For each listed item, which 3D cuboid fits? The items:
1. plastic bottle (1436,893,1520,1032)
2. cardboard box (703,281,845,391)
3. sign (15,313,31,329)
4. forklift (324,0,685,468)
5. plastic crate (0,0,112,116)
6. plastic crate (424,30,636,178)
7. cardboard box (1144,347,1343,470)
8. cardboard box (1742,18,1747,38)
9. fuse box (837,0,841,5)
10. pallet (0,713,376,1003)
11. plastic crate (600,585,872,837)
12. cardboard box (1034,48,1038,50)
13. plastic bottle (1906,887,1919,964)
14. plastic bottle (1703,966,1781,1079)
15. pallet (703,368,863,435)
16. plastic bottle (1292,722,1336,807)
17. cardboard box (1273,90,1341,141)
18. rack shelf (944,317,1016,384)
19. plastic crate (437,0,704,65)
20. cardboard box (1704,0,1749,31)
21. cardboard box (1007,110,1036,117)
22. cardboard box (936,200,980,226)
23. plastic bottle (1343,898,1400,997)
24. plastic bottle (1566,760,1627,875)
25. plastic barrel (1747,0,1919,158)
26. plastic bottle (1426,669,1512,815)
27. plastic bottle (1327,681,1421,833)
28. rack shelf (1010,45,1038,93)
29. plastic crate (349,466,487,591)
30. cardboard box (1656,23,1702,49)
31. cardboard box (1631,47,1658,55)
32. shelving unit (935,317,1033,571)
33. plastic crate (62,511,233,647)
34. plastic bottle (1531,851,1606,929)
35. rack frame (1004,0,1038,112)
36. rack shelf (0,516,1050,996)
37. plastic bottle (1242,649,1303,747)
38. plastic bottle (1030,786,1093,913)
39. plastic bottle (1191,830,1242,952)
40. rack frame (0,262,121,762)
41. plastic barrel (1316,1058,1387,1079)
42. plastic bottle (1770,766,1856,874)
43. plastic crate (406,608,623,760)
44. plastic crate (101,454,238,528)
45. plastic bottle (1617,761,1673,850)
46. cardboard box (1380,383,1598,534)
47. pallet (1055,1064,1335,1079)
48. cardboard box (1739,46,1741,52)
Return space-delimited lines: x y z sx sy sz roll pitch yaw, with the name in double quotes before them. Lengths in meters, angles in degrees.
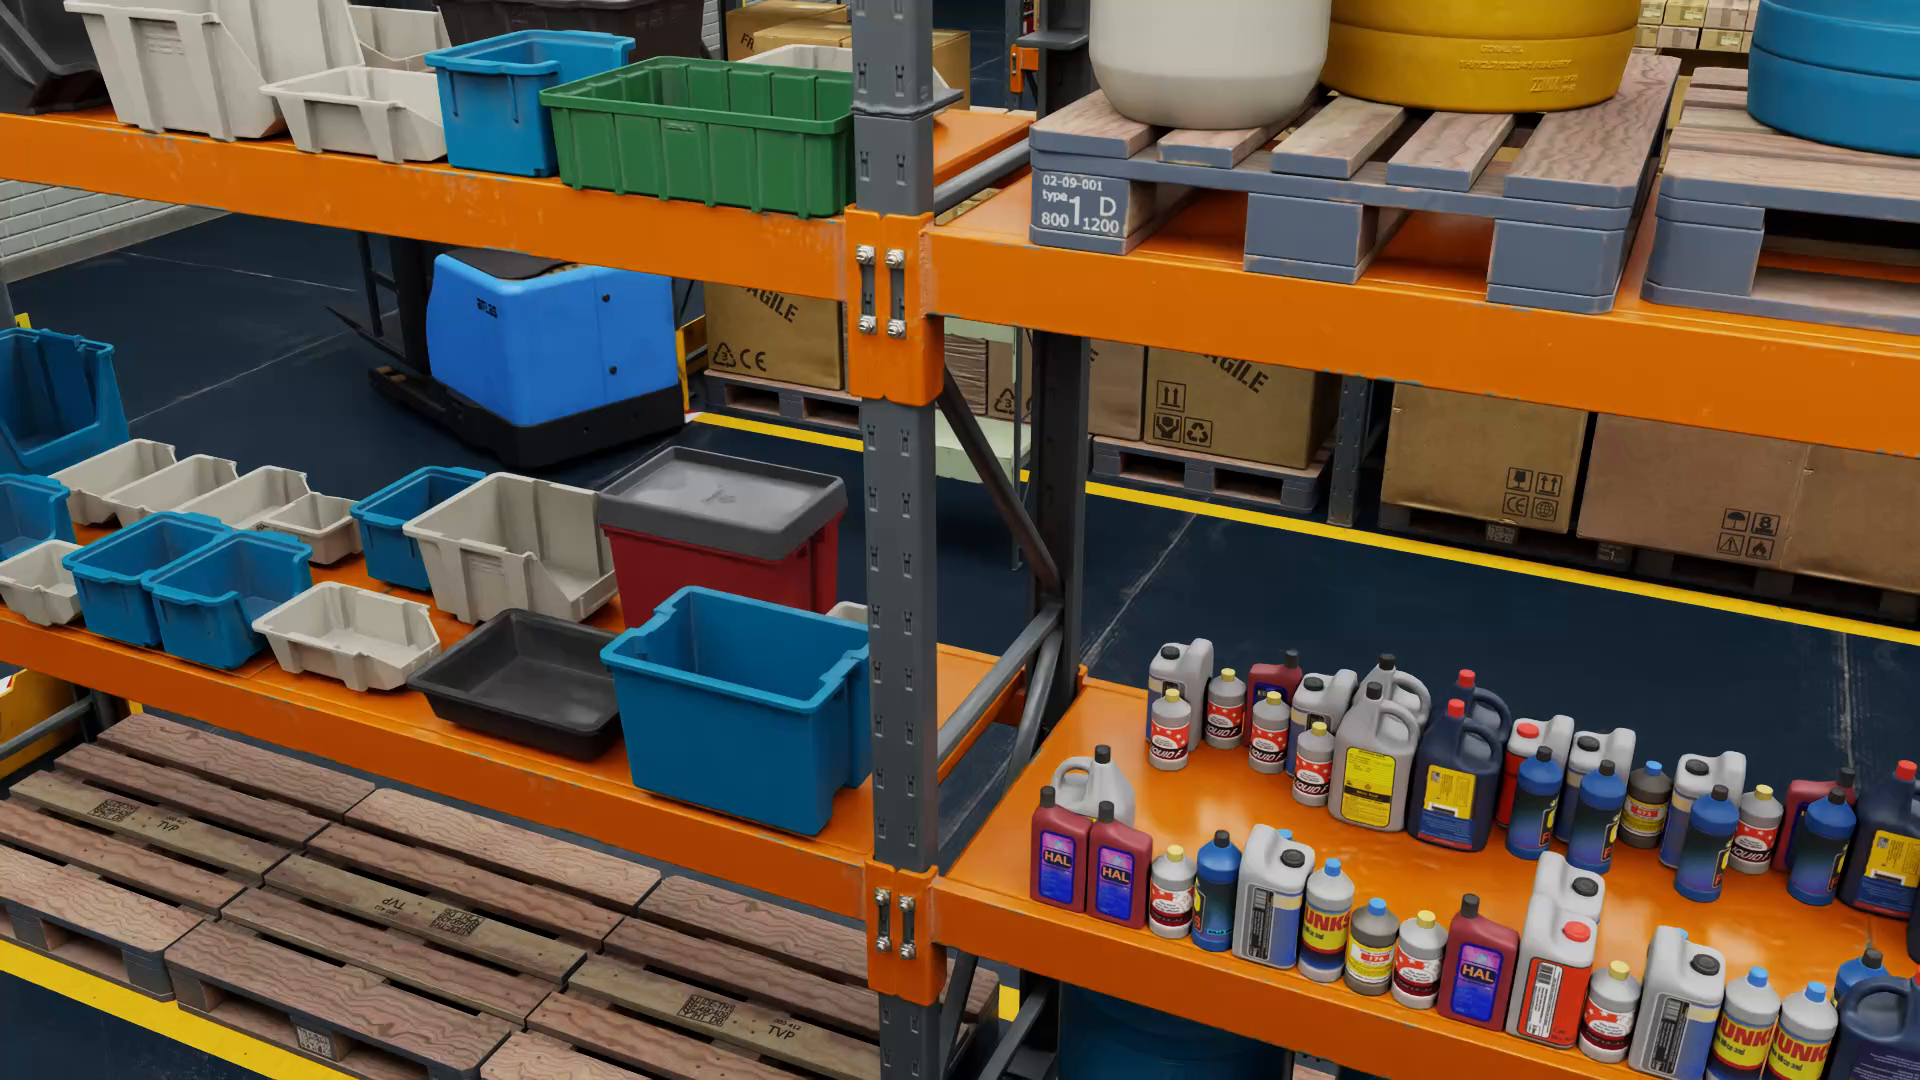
"plastic bottle" 1.031 0.833 3.294 0.133 0.283 0.061 11 28 22
"cardboard box" -0.910 -1.493 9.817 0.875 0.875 0.875 11 28 22
"sign" -3.363 -0.649 5.987 0.005 0.325 0.100 11 28 22
"forklift" -2.916 -2.266 9.535 1.130 2.935 3.031 -21 33 -37
"plastic crate" -2.299 -1.279 4.127 0.767 0.338 0.504 11 28 22
"plastic crate" -0.896 -0.929 3.534 0.300 0.233 0.416 11 28 22
"cardboard box" 1.547 -0.999 8.814 0.875 0.875 0.875 11 28 22
"cardboard box" 5.420 -3.661 11.762 0.250 0.149 0.380 10 28 20
"fuse box" -1.564 -7.589 21.727 0.414 1.711 0.539 11 28 22
"pallet" -2.842 1.066 5.846 1.213 0.211 1.003 11 28 22
"plastic crate" -0.501 0.412 3.967 0.575 0.384 0.392 11 28 22
"cardboard box" 0.778 -4.015 13.293 0.250 0.149 0.380 11 28 21
"plastic bottle" 2.099 0.726 3.436 0.185 0.351 0.144 11 28 22
"plastic bottle" 1.477 0.920 3.132 0.097 0.271 0.097 0 26 0
"pallet" -0.766 -0.977 9.996 1.213 0.211 1.003 11 28 22
"plastic bottle" 0.855 0.532 3.999 0.097 0.201 0.097 0 26 0
"cardboard box" 1.586 -1.991 7.881 0.500 0.500 0.500 12 29 23
"rack shelf" 0.006 -1.022 7.744 0.720 0.370 0.431 11 28 22
"plastic crate" -0.952 -1.244 4.134 0.590 0.269 0.497 11 28 22
"cardboard box" 5.143 -3.530 11.159 0.250 0.149 0.380 11 28 21
"cardboard box" 0.426 -2.148 9.049 0.500 0.250 0.500 11 28 22
"cardboard box" 0.061 -1.752 8.697 0.250 0.149 0.380 11 28 21
"plastic bottle" 0.845 0.824 3.406 0.097 0.201 0.097 0 26 0
"plastic bottle" 1.437 0.617 3.746 0.097 0.271 0.097 0 26 0
"plastic barrel" 1.682 -1.128 2.707 0.708 0.901 0.600 11 28 22
"plastic bottle" 1.205 0.472 3.950 0.185 0.351 0.144 11 28 22
"plastic bottle" 0.977 0.497 3.901 0.185 0.351 0.144 11 28 22
"rack shelf" 2.440 -3.630 13.042 4.000 0.370 1.077 11 28 22
"plastic crate" -1.601 -0.031 5.038 0.300 0.233 0.416 11 28 22
"cardboard box" 4.900 -3.446 11.325 0.250 0.149 0.380 12 29 23
"cardboard box" 4.683 -3.358 11.483 0.250 0.149 0.380 12 29 23
"shelving unit" 0.006 -0.672 7.916 0.755 1.500 0.431 11 28 22
"plastic crate" -2.289 0.115 4.742 0.300 0.233 0.416 11 28 22
"plastic bottle" 1.234 0.782 3.407 0.135 0.276 0.152 11 28 22
"rack frame" 0.619 -4.319 13.626 0.127 3.000 1.000 11 28 22
"rack shelf" -1.756 0.337 4.984 4.000 0.370 1.077 11 28 22
"plastic bottle" 0.787 0.398 4.177 0.133 0.283 0.061 11 28 22
"plastic bottle" 0.222 0.671 3.623 0.133 0.283 0.061 11 28 22
"plastic bottle" 0.545 0.732 3.512 0.097 0.271 0.097 0 26 0
"rack frame" -3.576 -0.351 5.568 0.127 3.000 1.000 11 28 22
"plastic barrel" 1.198 1.369 3.974 0.708 0.901 0.600 11 28 22
"plastic bottle" 1.912 0.624 3.718 0.133 0.283 0.061 11 28 22
"plastic crate" -1.065 0.380 4.326 0.590 0.125 0.437 11 28 22
"plastic crate" -2.501 -0.125 5.338 0.243 0.136 0.396 11 28 22
"plastic bottle" 1.589 0.605 3.850 0.097 0.201 0.097 0 26 0
"cardboard box" 2.706 -0.738 8.282 0.875 0.875 1.225 11 28 22
"pallet" 0.750 1.789 4.377 1.213 0.211 1.003 11 28 22
"cardboard box" 5.369 -3.218 11.199 0.250 0.149 0.380 10 28 20
